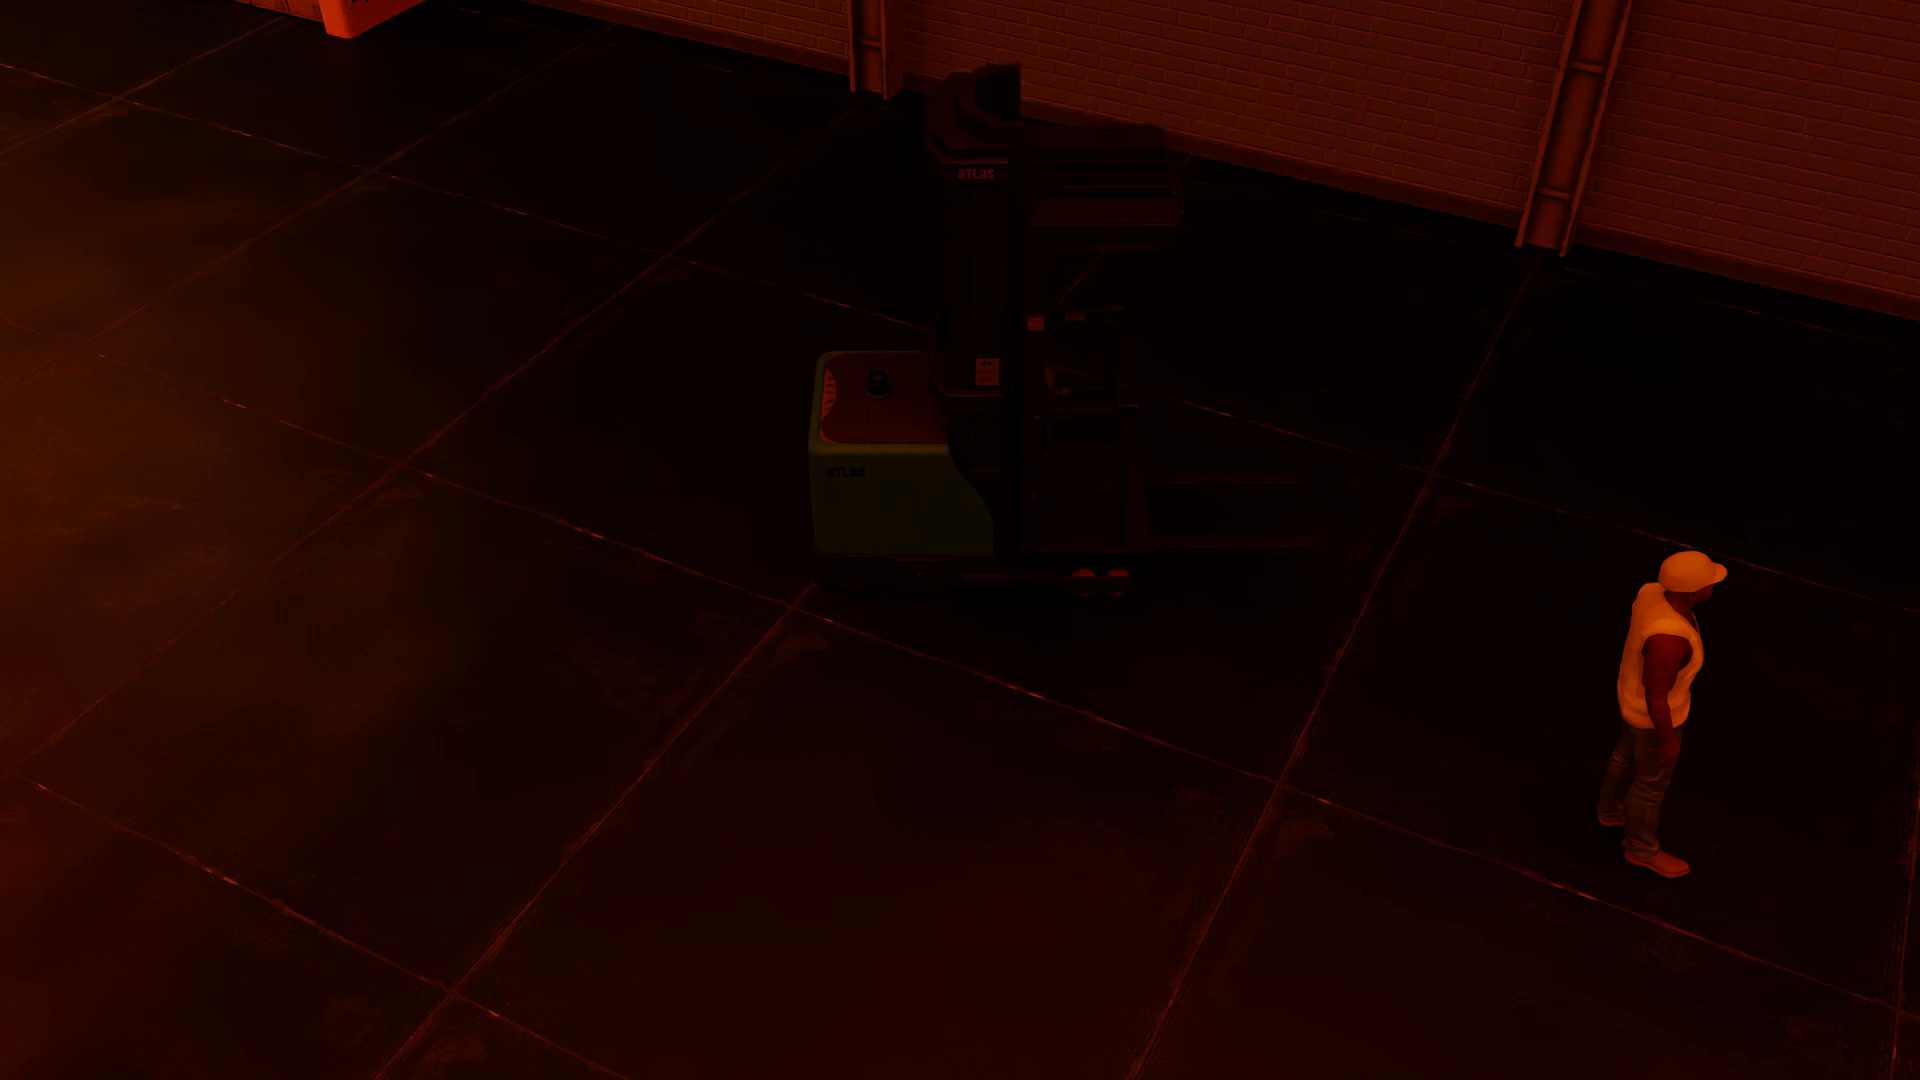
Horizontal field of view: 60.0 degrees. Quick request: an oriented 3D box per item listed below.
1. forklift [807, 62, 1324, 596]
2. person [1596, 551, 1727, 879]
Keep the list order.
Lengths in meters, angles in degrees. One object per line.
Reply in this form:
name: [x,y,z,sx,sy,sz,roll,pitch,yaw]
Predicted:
forklift: [0.646,-1.132,9.330,3.031,2.935,1.130,0,40,0]
person: [3.395,0.785,7.948,0.577,1.766,0.665,8,41,9]
